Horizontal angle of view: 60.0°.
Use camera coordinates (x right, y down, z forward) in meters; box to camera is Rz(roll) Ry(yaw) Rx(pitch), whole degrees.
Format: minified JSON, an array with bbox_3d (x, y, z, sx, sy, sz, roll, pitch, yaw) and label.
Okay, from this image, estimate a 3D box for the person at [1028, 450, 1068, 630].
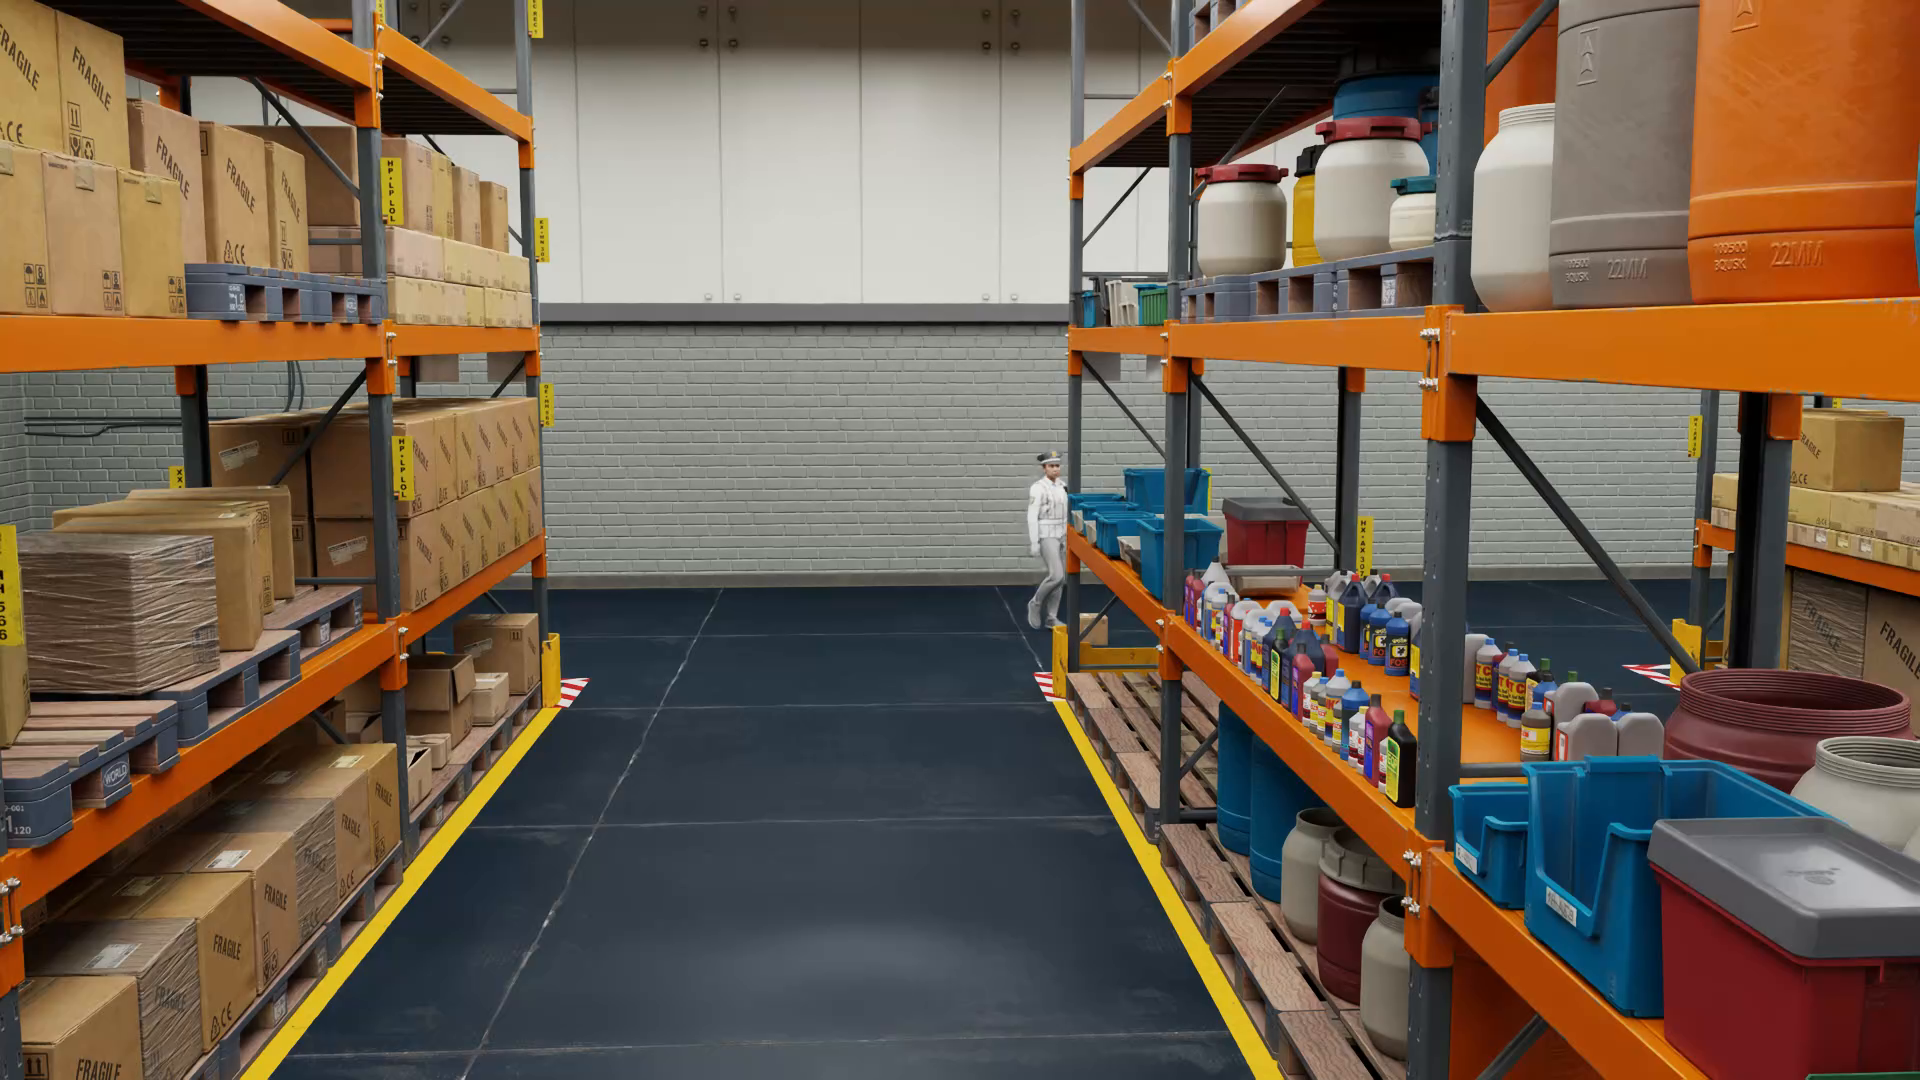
[{"bbox_3d":[0.885,0.004,15.411,0.495,1.678,0.435,-7,10,-45],"label":"person"}]
